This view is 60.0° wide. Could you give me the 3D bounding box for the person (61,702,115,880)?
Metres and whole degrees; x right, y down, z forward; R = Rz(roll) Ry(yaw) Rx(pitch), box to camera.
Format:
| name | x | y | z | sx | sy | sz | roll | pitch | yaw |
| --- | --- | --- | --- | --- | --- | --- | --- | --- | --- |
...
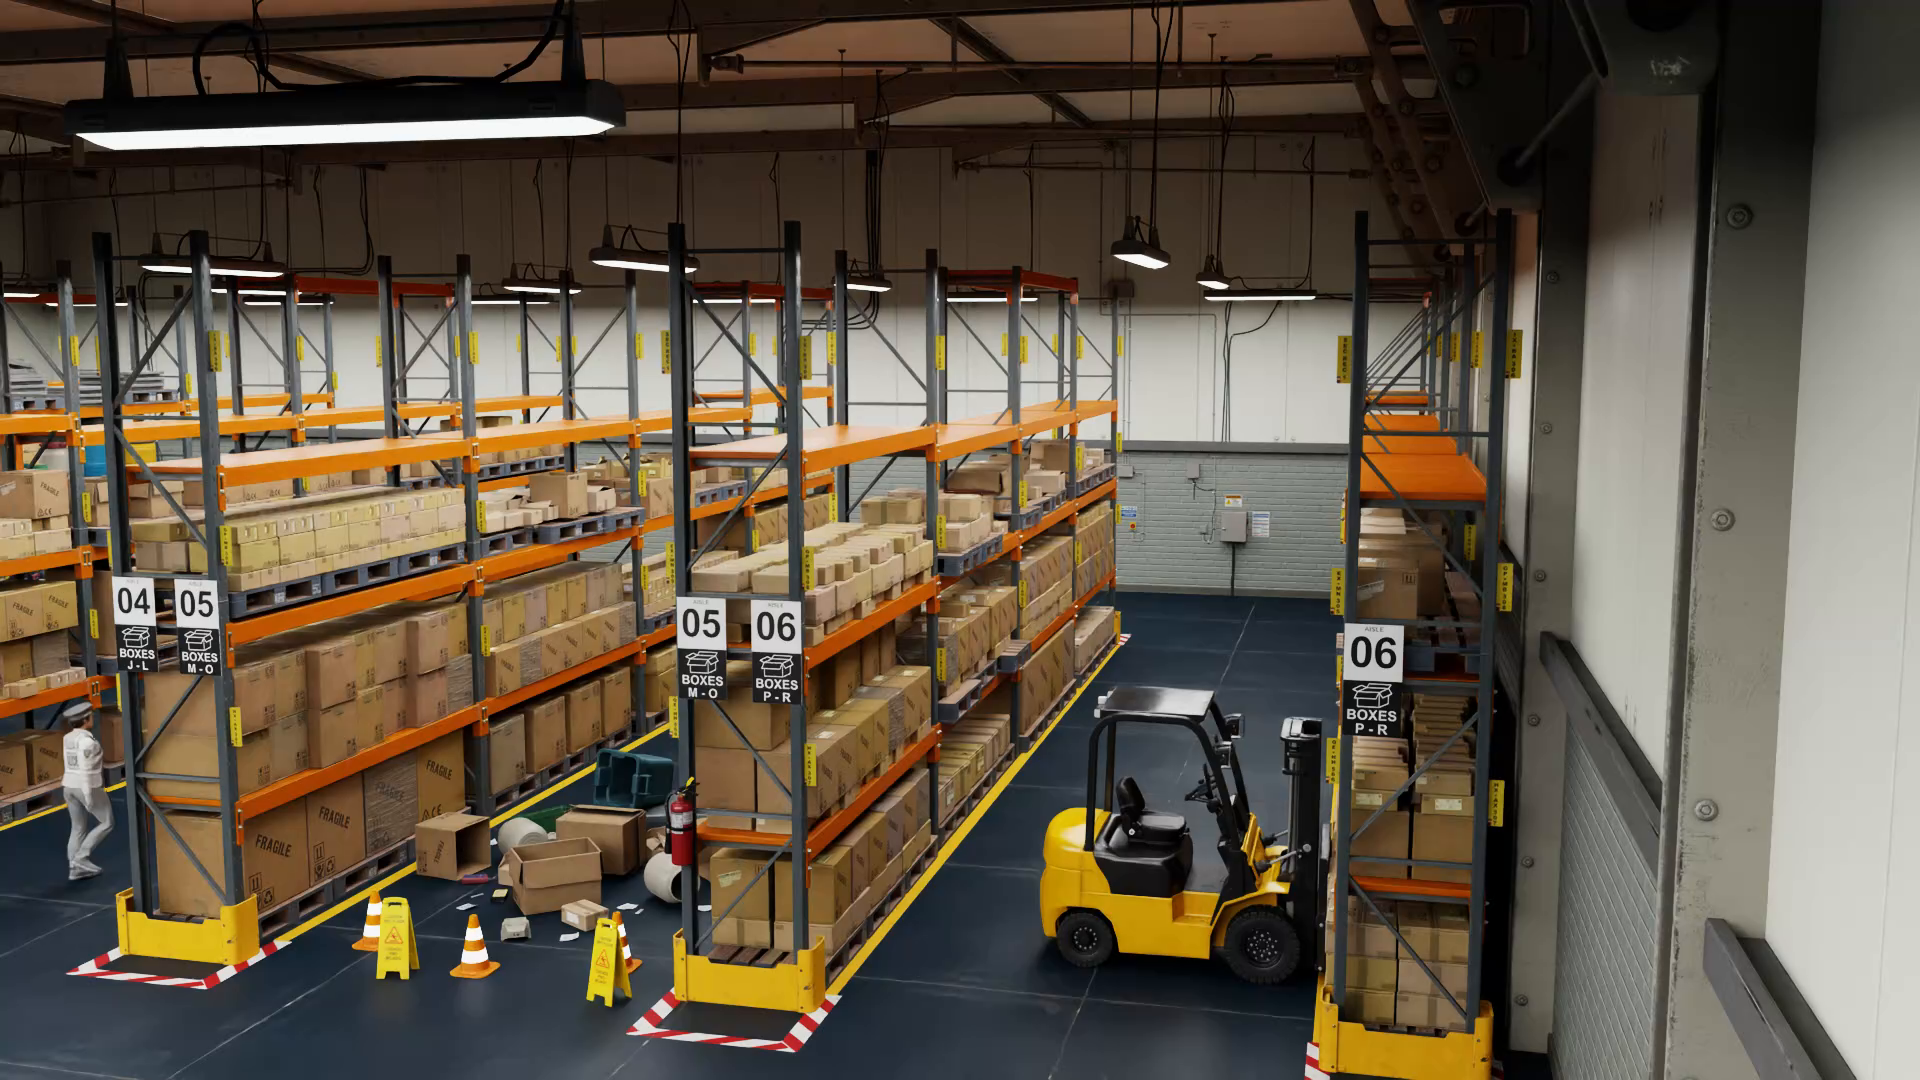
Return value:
| name | x | y | z | sx | sy | sz | roll | pitch | yaw |
| --- | --- | --- | --- | --- | --- | --- | --- | --- | --- |
| person | -8.401 | 2.398 | 15.896 | 0.527 | 1.674 | 0.479 | 3 | 8 | 23 |
